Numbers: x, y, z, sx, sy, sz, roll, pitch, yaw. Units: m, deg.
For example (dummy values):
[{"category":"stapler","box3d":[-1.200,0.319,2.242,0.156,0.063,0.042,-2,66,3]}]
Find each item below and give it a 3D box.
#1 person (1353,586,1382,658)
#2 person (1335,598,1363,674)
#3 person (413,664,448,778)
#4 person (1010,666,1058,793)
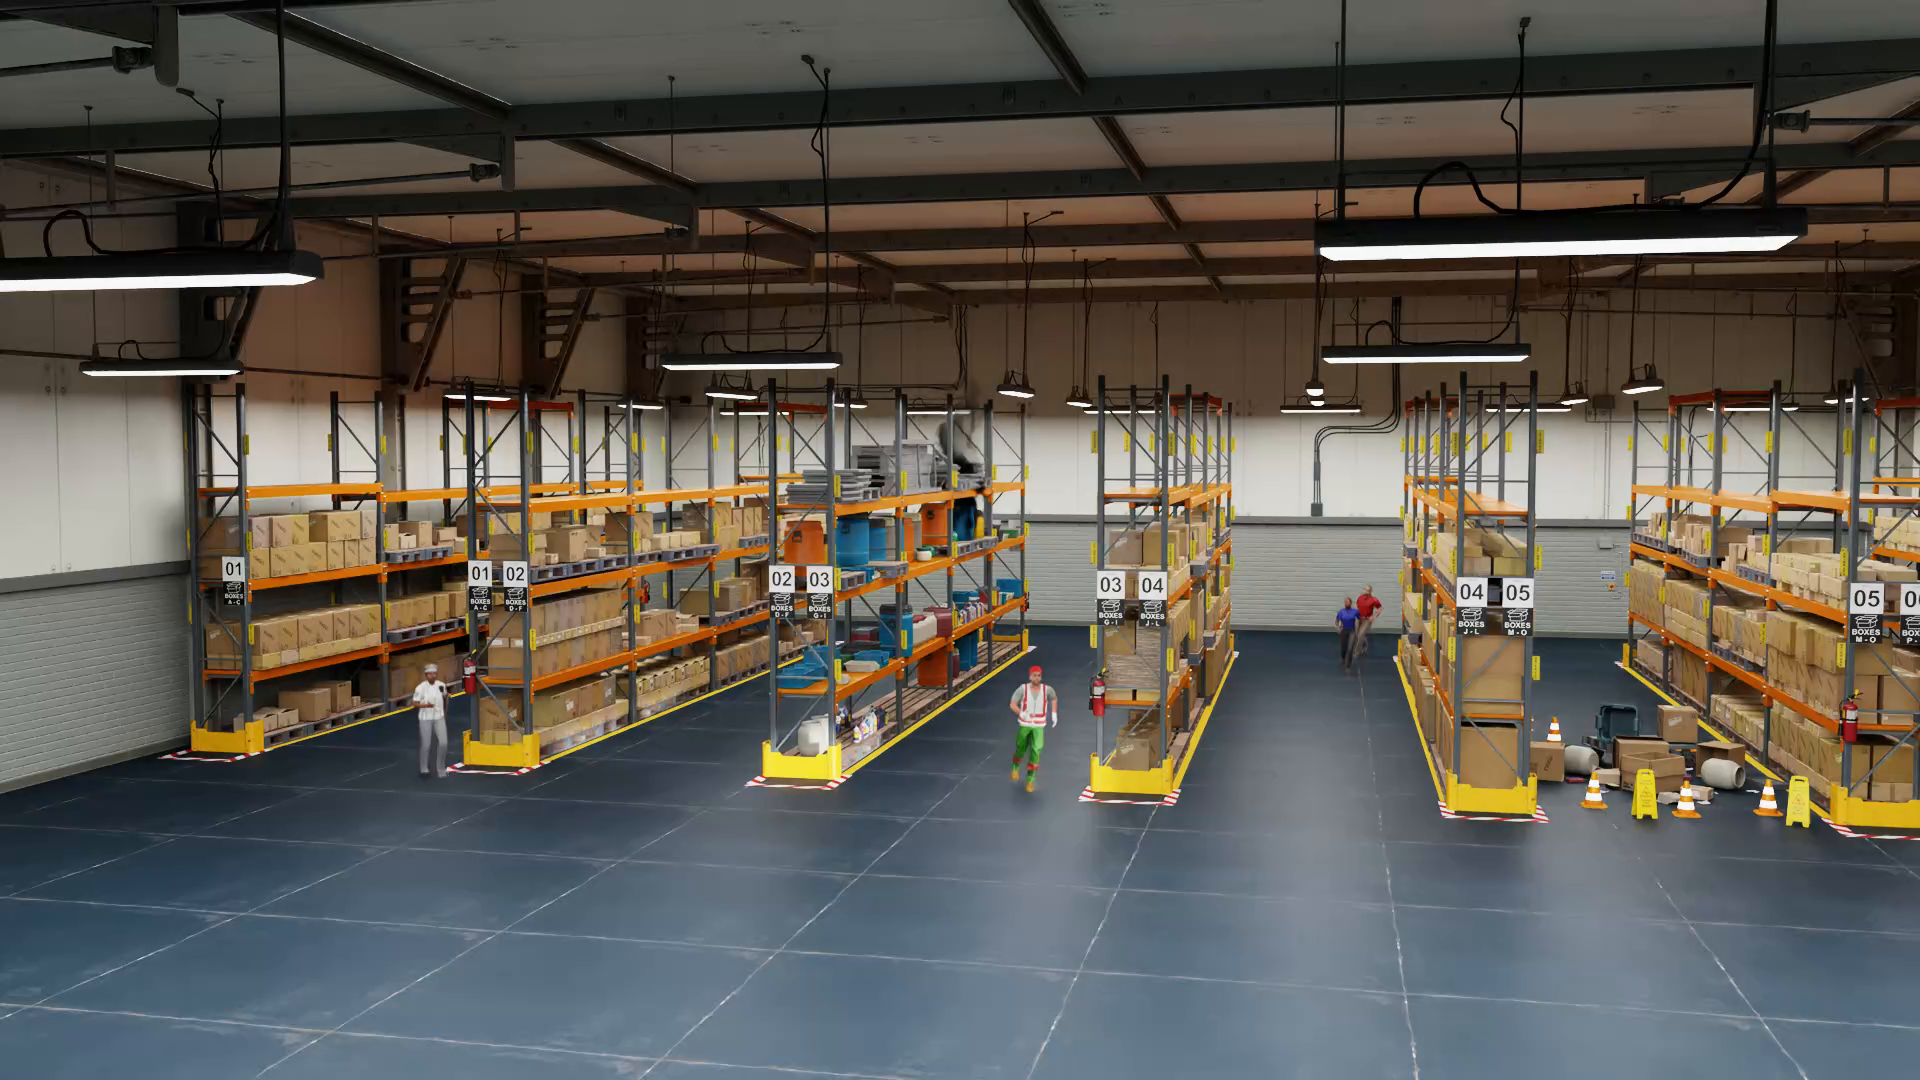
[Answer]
[{"category":"person","box3d":[9.598,1.923,39.191,0.810,1.703,0.694,-3,4,-41]},{"category":"person","box3d":[8.585,2.095,36.767,0.559,1.656,0.841,1,3,18]},{"category":"person","box3d":[-7.935,2.739,25.016,0.580,1.770,0.652,-2,4,-32]},{"category":"person","box3d":[1.082,2.726,24.302,0.716,1.810,0.891,0,3,-3]}]
